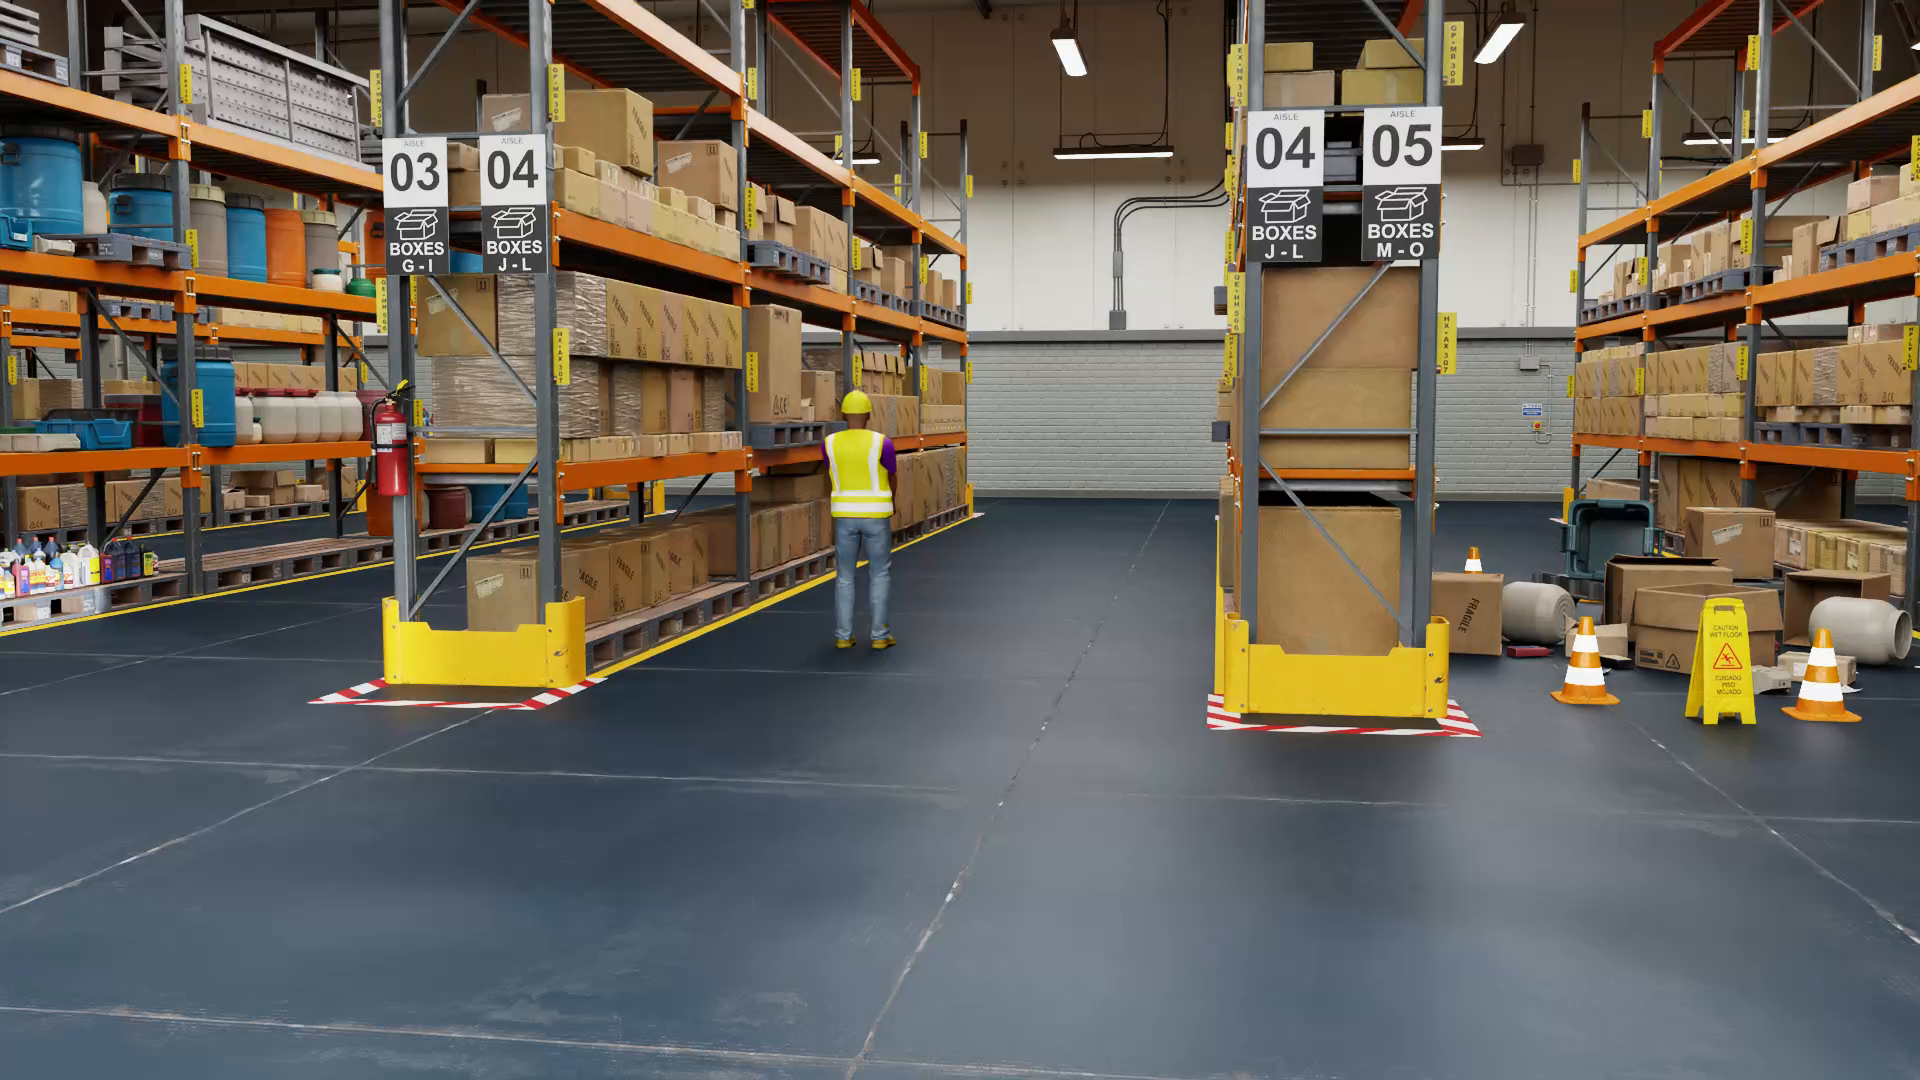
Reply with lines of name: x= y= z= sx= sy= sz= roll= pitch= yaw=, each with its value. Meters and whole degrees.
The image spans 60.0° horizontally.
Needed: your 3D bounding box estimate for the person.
person: x=-0.665 y=-0.153 z=11.422 sx=0.549 sy=1.772 sz=0.538 roll=1 pitch=4 yaw=8
